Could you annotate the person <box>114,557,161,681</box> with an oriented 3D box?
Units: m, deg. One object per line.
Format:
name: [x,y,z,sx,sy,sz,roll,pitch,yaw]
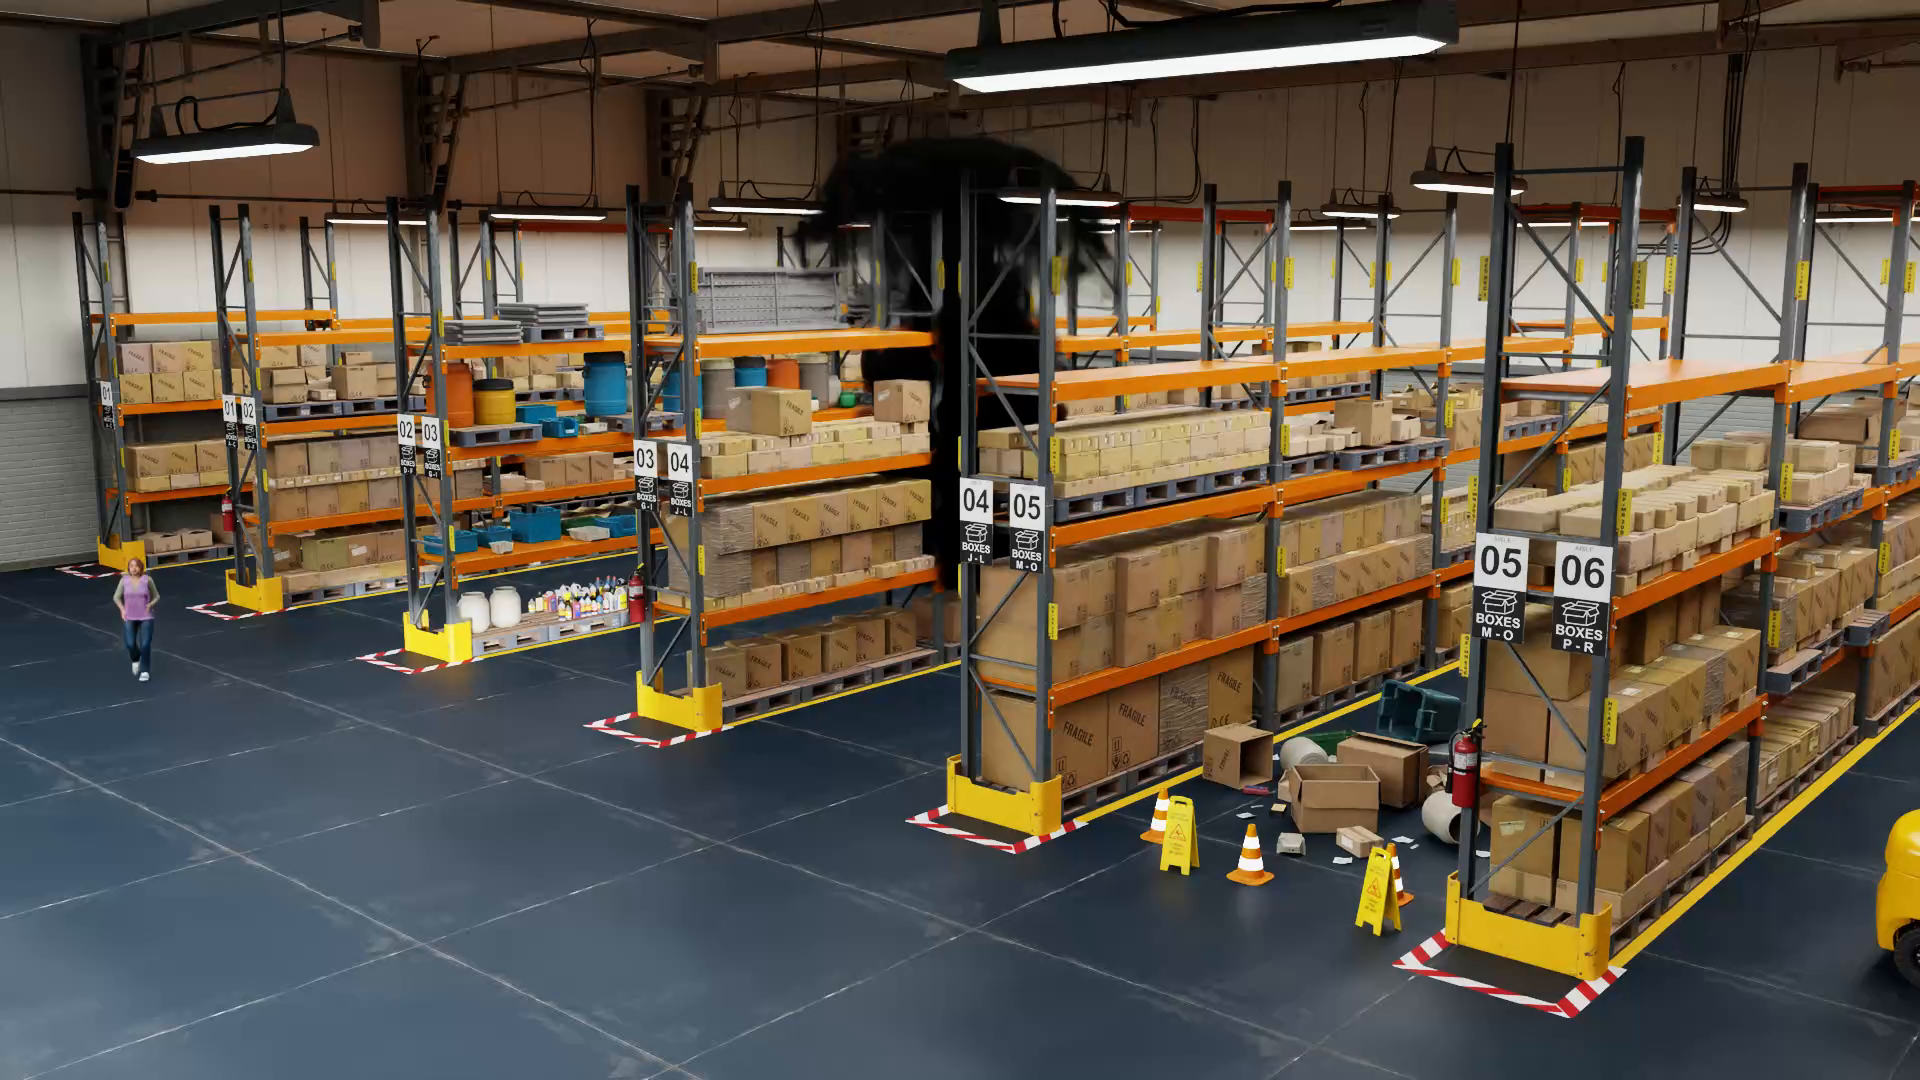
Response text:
person: [-10.193,0.990,20.620,0.532,1.554,0.546,-4,10,-21]
